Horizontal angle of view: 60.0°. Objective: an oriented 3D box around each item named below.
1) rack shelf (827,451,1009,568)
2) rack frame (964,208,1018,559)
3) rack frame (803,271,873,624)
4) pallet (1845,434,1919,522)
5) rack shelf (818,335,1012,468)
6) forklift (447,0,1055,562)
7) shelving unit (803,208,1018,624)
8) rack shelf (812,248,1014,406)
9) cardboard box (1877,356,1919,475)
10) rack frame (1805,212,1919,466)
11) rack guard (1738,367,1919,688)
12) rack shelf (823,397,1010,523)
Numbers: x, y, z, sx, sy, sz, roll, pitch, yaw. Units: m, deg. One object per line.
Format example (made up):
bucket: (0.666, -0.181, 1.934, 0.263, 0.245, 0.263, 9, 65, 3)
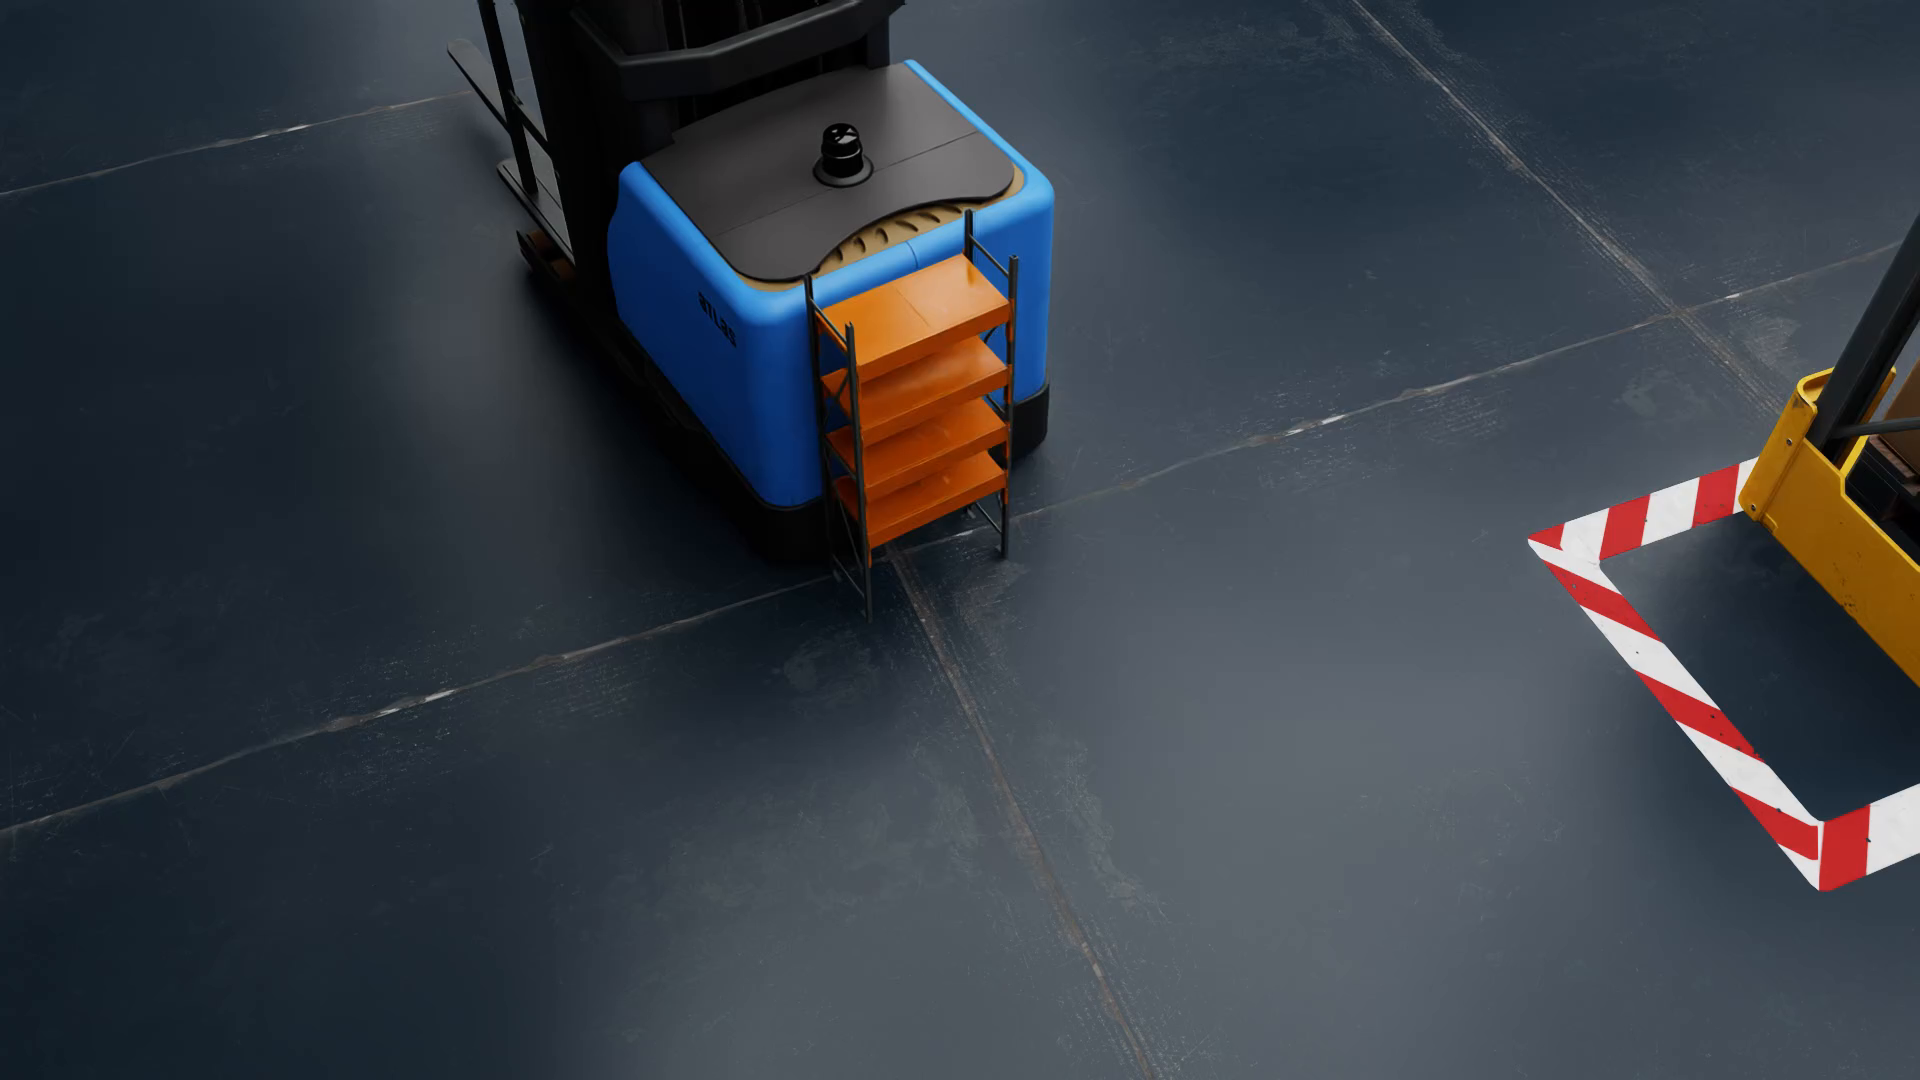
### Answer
rack shelf: (-0.126, -0.142, 4.931, 0.480, 0.148, 0.258, -25, 54, -20)
rack frame: (0.082, -0.413, 4.814, 0.015, 1.200, 0.240, -25, 54, -20)
rack frame: (-0.333, -0.217, 4.646, 0.015, 1.200, 0.240, -25, 54, -20)
pallet: (3.605, -0.082, 5.182, 1.213, 0.211, 1.003, -17, 52, -14)
rack shelf: (-0.126, -0.417, 4.611, 0.480, 0.148, 0.258, -25, 54, -20)
forklift: (-0.945, -1.986, 5.024, 1.130, 2.935, 3.031, -27, 54, -21)
shelving unit: (-0.126, -0.315, 4.730, 0.503, 1.200, 0.258, -25, 54, -20)
rack shelf: (-0.126, -0.571, 4.432, 0.480, 0.148, 0.258, -25, 54, -20)
cardboard box: (3.207, -0.397, 4.972, 0.500, 0.500, 0.500, -17, 52, -14)
rack frame: (2.797, -0.740, 3.908, 0.127, 3.000, 1.000, -17, 52, -14)
rack guard: (2.867, 0.053, 4.875, 0.348, 0.500, 1.175, -17, 52, -14)
rack shelf: (-0.126, -0.271, 4.781, 0.480, 0.148, 0.258, -25, 54, -20)
